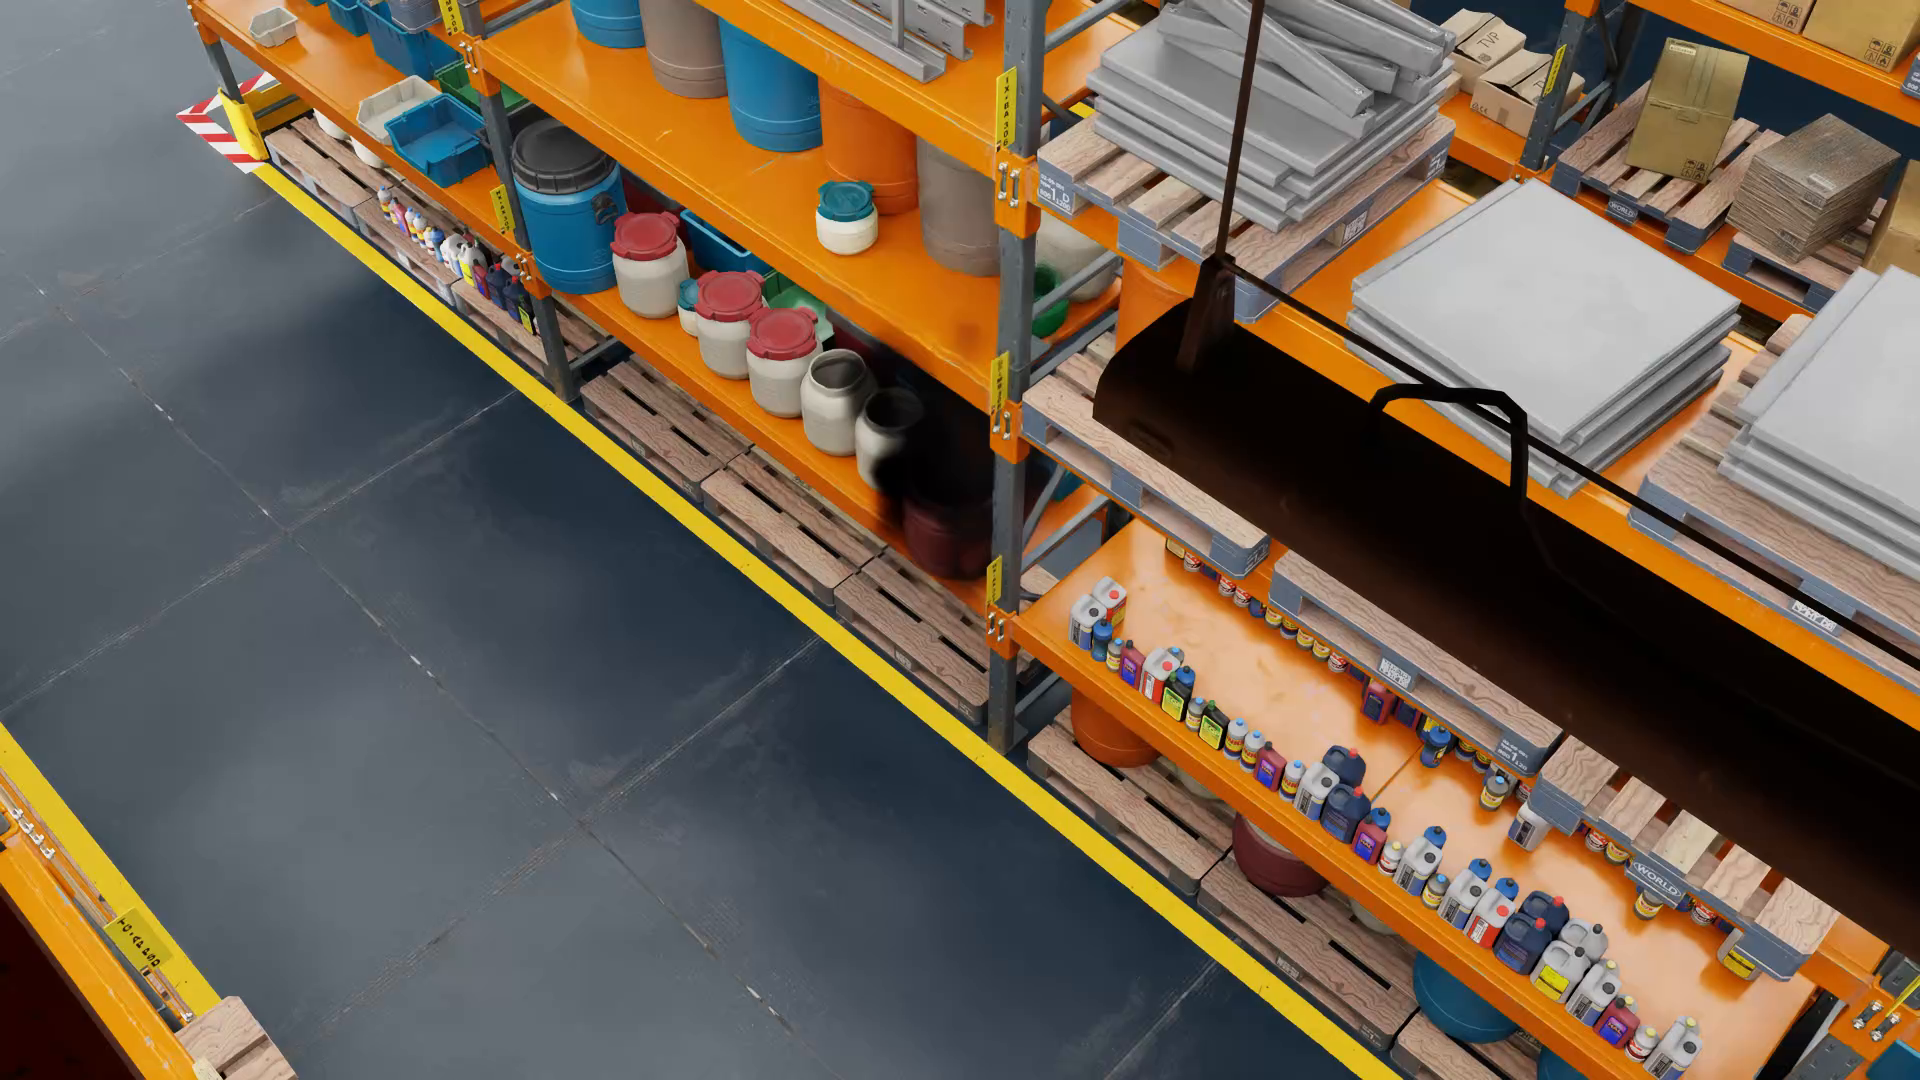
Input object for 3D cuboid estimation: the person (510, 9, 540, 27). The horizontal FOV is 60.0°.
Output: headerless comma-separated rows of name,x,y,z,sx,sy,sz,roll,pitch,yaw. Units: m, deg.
person,-3.266,-3.977,12.901,0.699,1.311,0.354,19,53,15
